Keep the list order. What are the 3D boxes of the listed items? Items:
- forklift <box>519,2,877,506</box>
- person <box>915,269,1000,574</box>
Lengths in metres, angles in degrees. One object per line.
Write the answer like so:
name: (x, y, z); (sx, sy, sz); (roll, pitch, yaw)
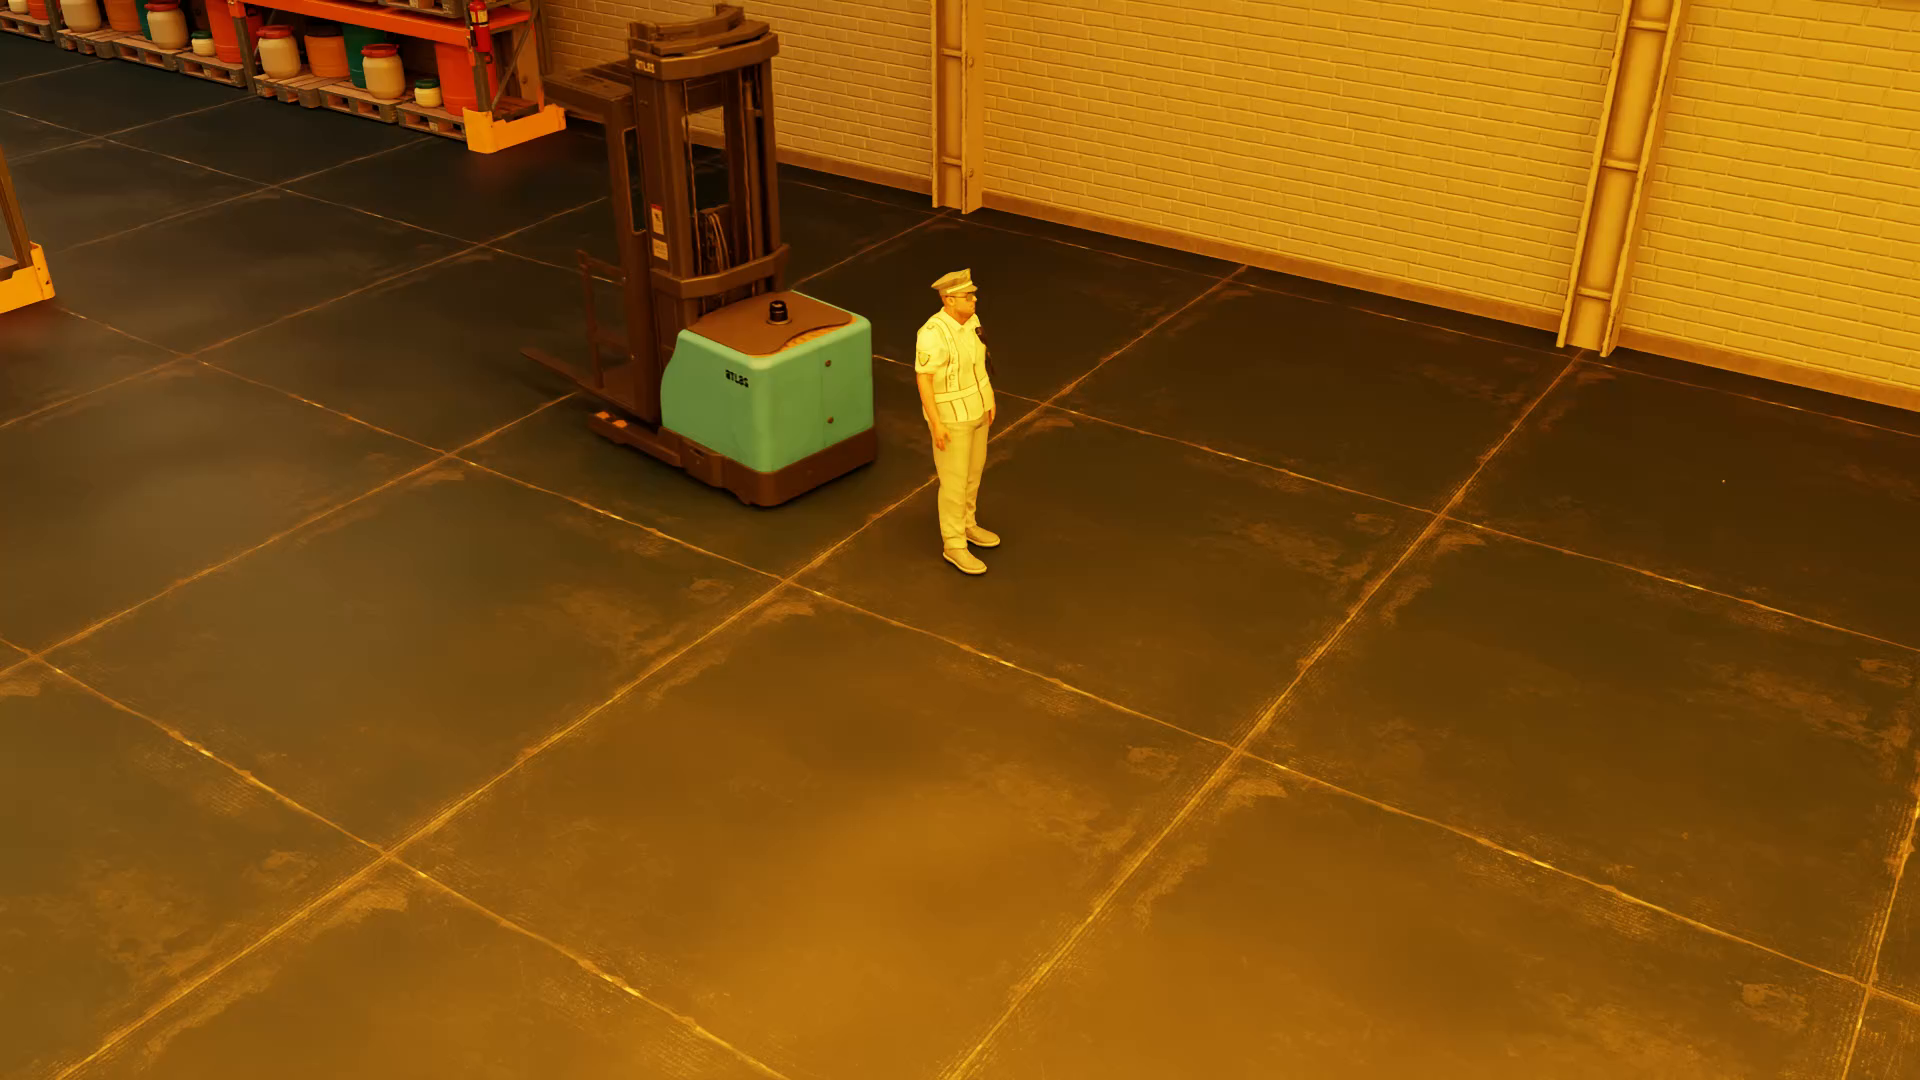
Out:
forklift: (-1.986, -2.110, 11.216); (3.031, 2.935, 1.130); (25, 38, 36)
person: (0.058, -0.751, 10.003); (0.574, 1.780, 0.641); (19, 35, 29)
